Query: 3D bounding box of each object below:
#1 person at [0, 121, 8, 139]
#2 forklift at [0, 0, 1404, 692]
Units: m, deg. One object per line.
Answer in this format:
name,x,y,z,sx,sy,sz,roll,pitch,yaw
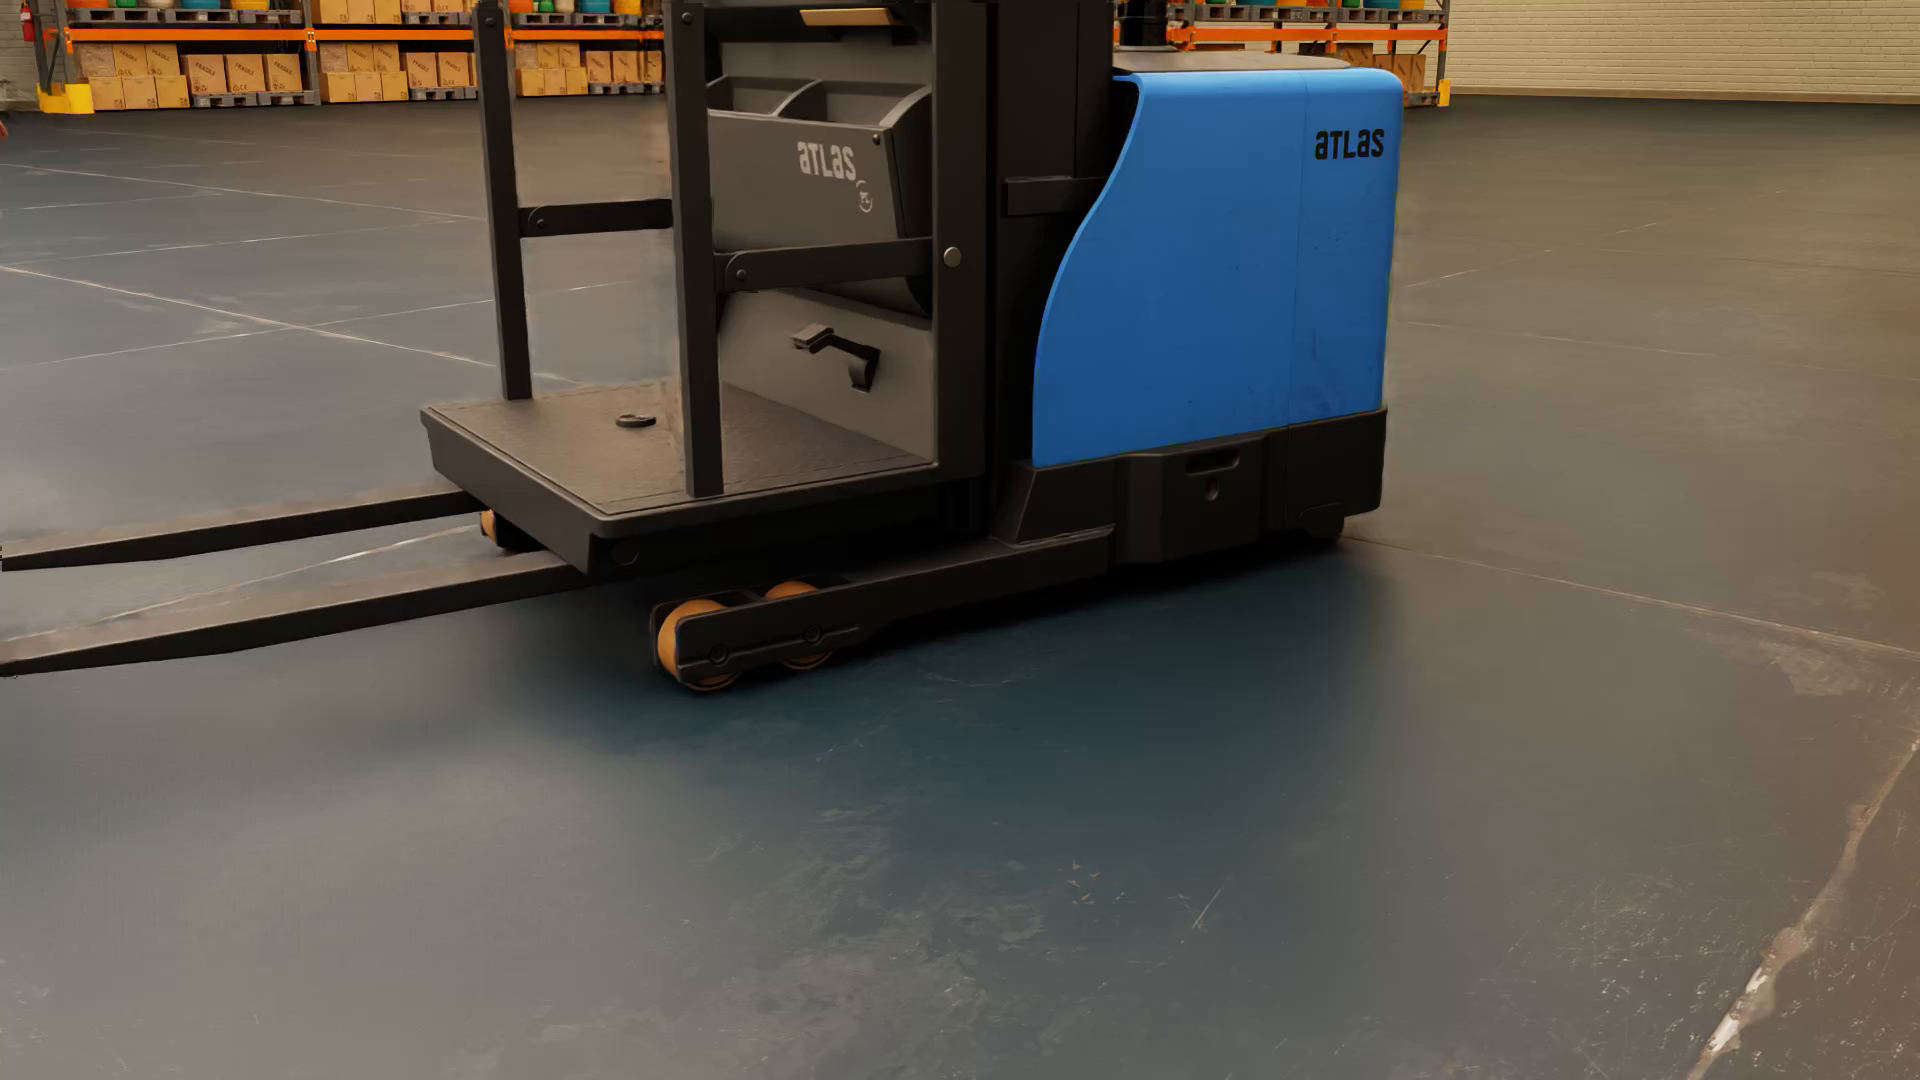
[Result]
person,-2.378,-0.703,3.506,1.121,1.684,0.573,8,19,24
forklift,-0.507,-1.300,3.180,3.031,2.935,1.130,-11,20,-32
